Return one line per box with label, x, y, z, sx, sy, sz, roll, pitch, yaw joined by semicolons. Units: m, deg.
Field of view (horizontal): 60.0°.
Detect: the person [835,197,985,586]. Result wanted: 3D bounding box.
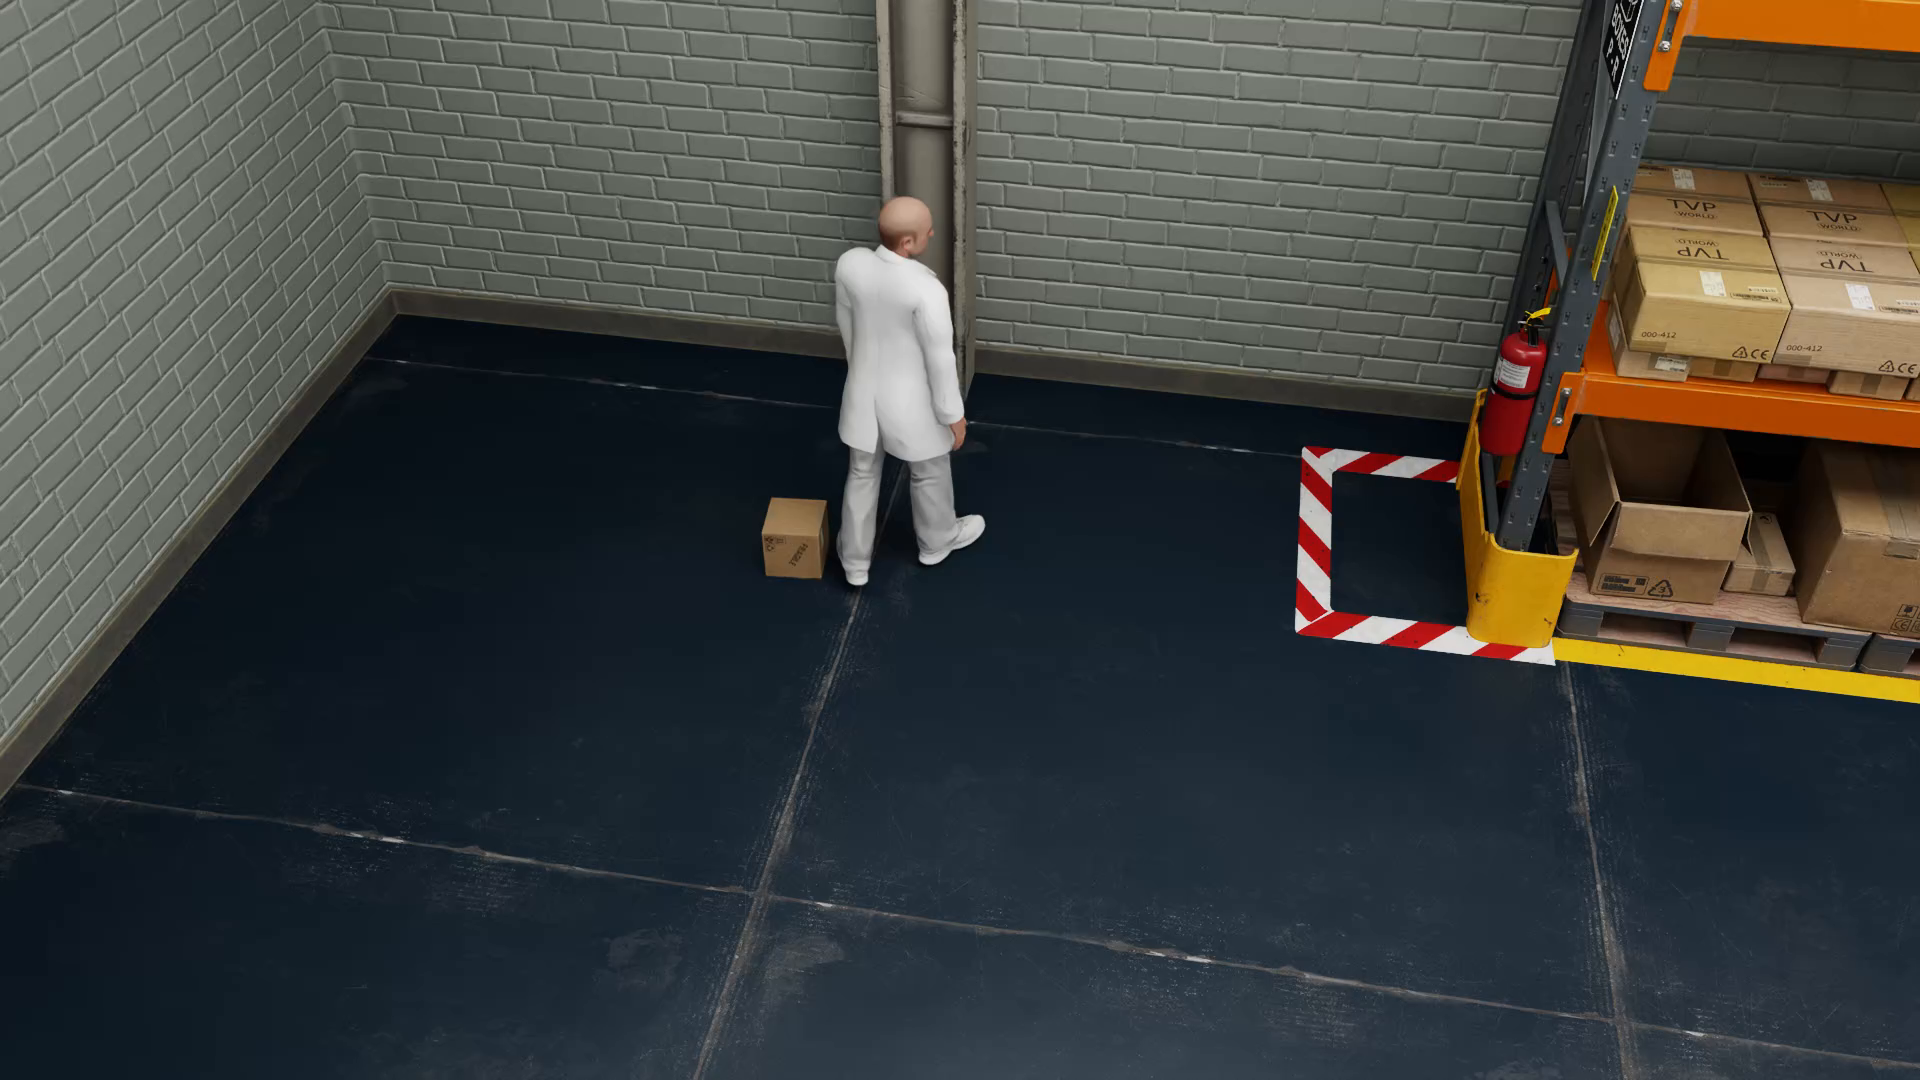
person;-0.229;-0.617;6.871;0.639;1.767;0.670;22;45;24
